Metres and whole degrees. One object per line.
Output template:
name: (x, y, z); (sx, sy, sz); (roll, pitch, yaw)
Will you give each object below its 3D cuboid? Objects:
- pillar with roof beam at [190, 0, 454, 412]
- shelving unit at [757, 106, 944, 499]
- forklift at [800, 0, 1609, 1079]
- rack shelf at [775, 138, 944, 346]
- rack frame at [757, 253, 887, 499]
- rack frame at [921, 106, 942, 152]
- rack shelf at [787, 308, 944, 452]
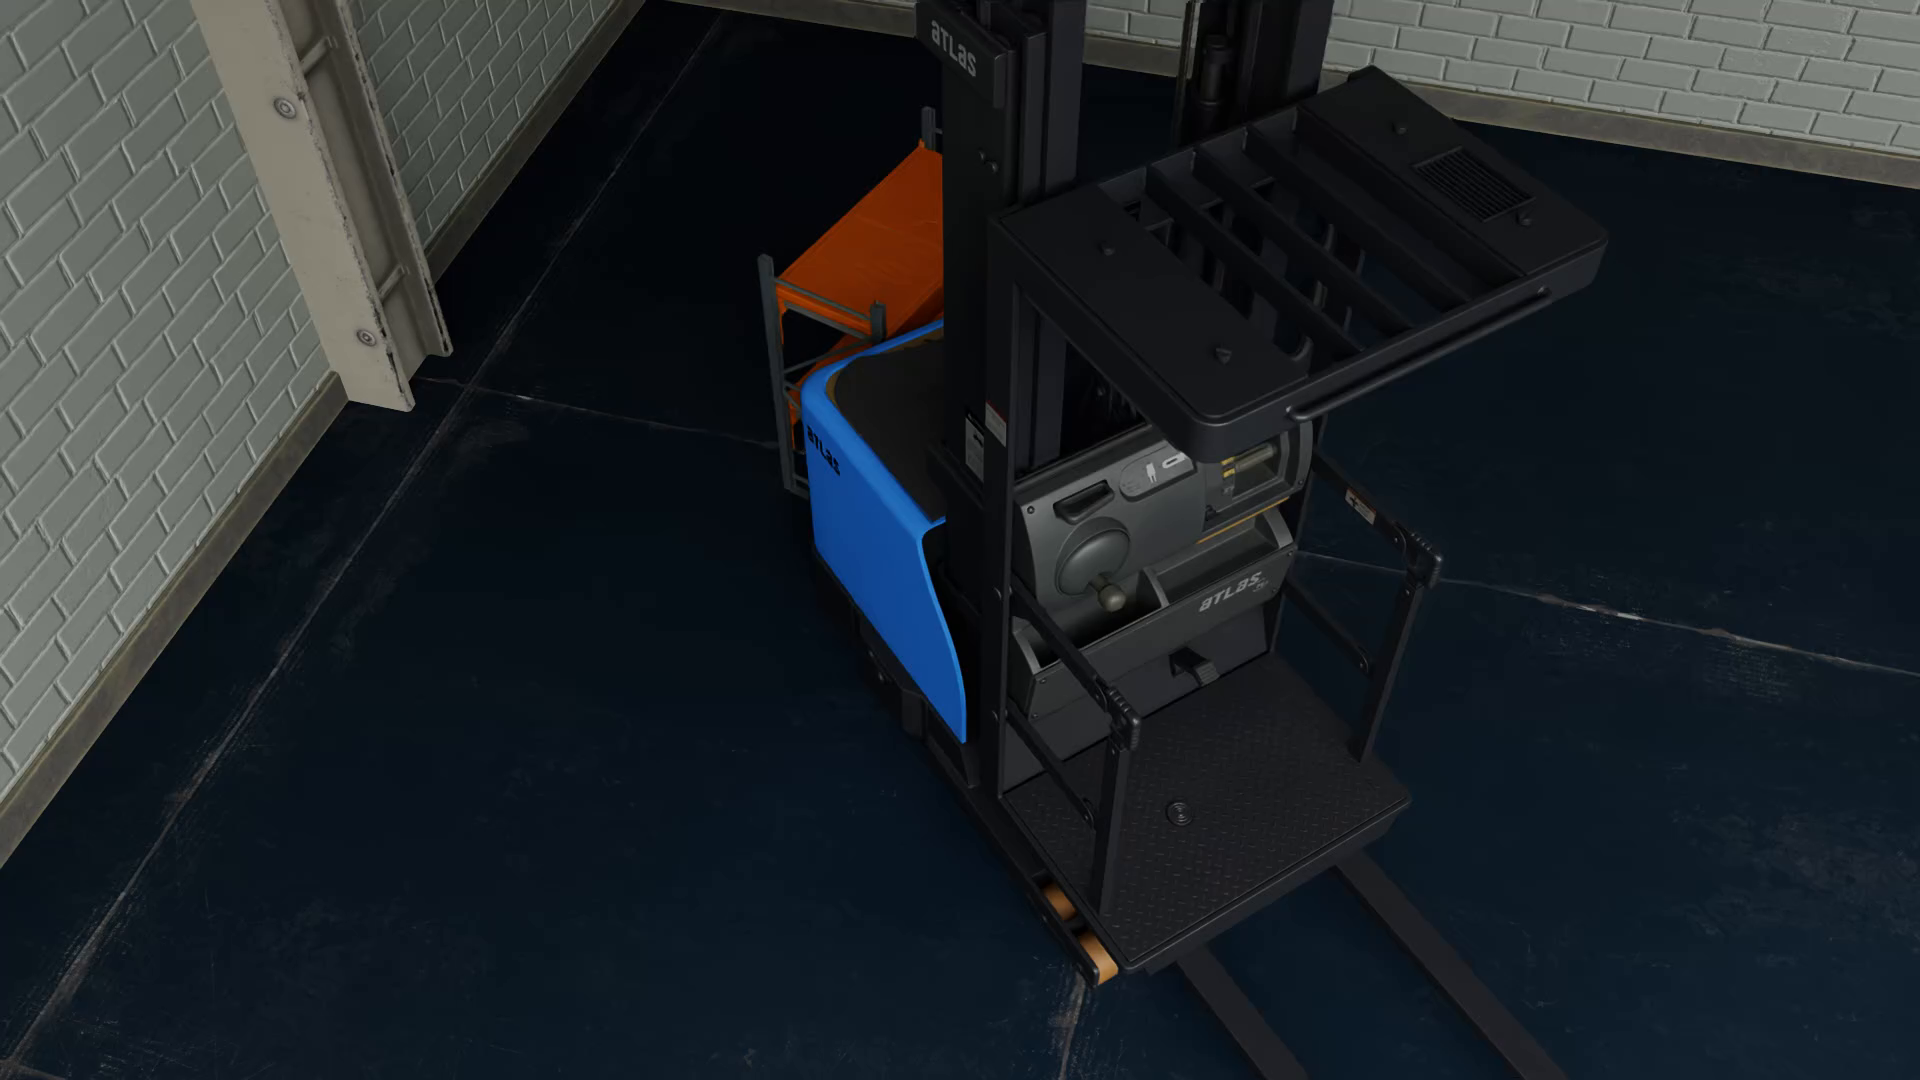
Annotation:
pillar with roof beam: (1.837, -2.818, 2.735); (9.100, 9.000, 0.400); (12, 50, 10)
shelving unit: (-0.193, -0.809, 6.214); (0.538, 1.125, 1.048); (25, 53, 20)
forklift: (0.680, -0.032, 4.324); (1.130, 2.935, 3.031); (-25, 53, -21)
rack shelf: (-0.193, -1.003, 5.995); (0.538, 0.278, 1.000); (25, 53, 20)
rack frame: (-0.462, -0.486, 5.928); (0.500, 1.125, 0.032); (25, 53, 20)
rack frame: (0.075, -1.133, 6.500); (0.500, 1.125, 0.032); (25, 53, 20)
rack shelf: (-0.193, -0.647, 6.397); (0.538, 0.278, 1.000); (25, 53, 20)
